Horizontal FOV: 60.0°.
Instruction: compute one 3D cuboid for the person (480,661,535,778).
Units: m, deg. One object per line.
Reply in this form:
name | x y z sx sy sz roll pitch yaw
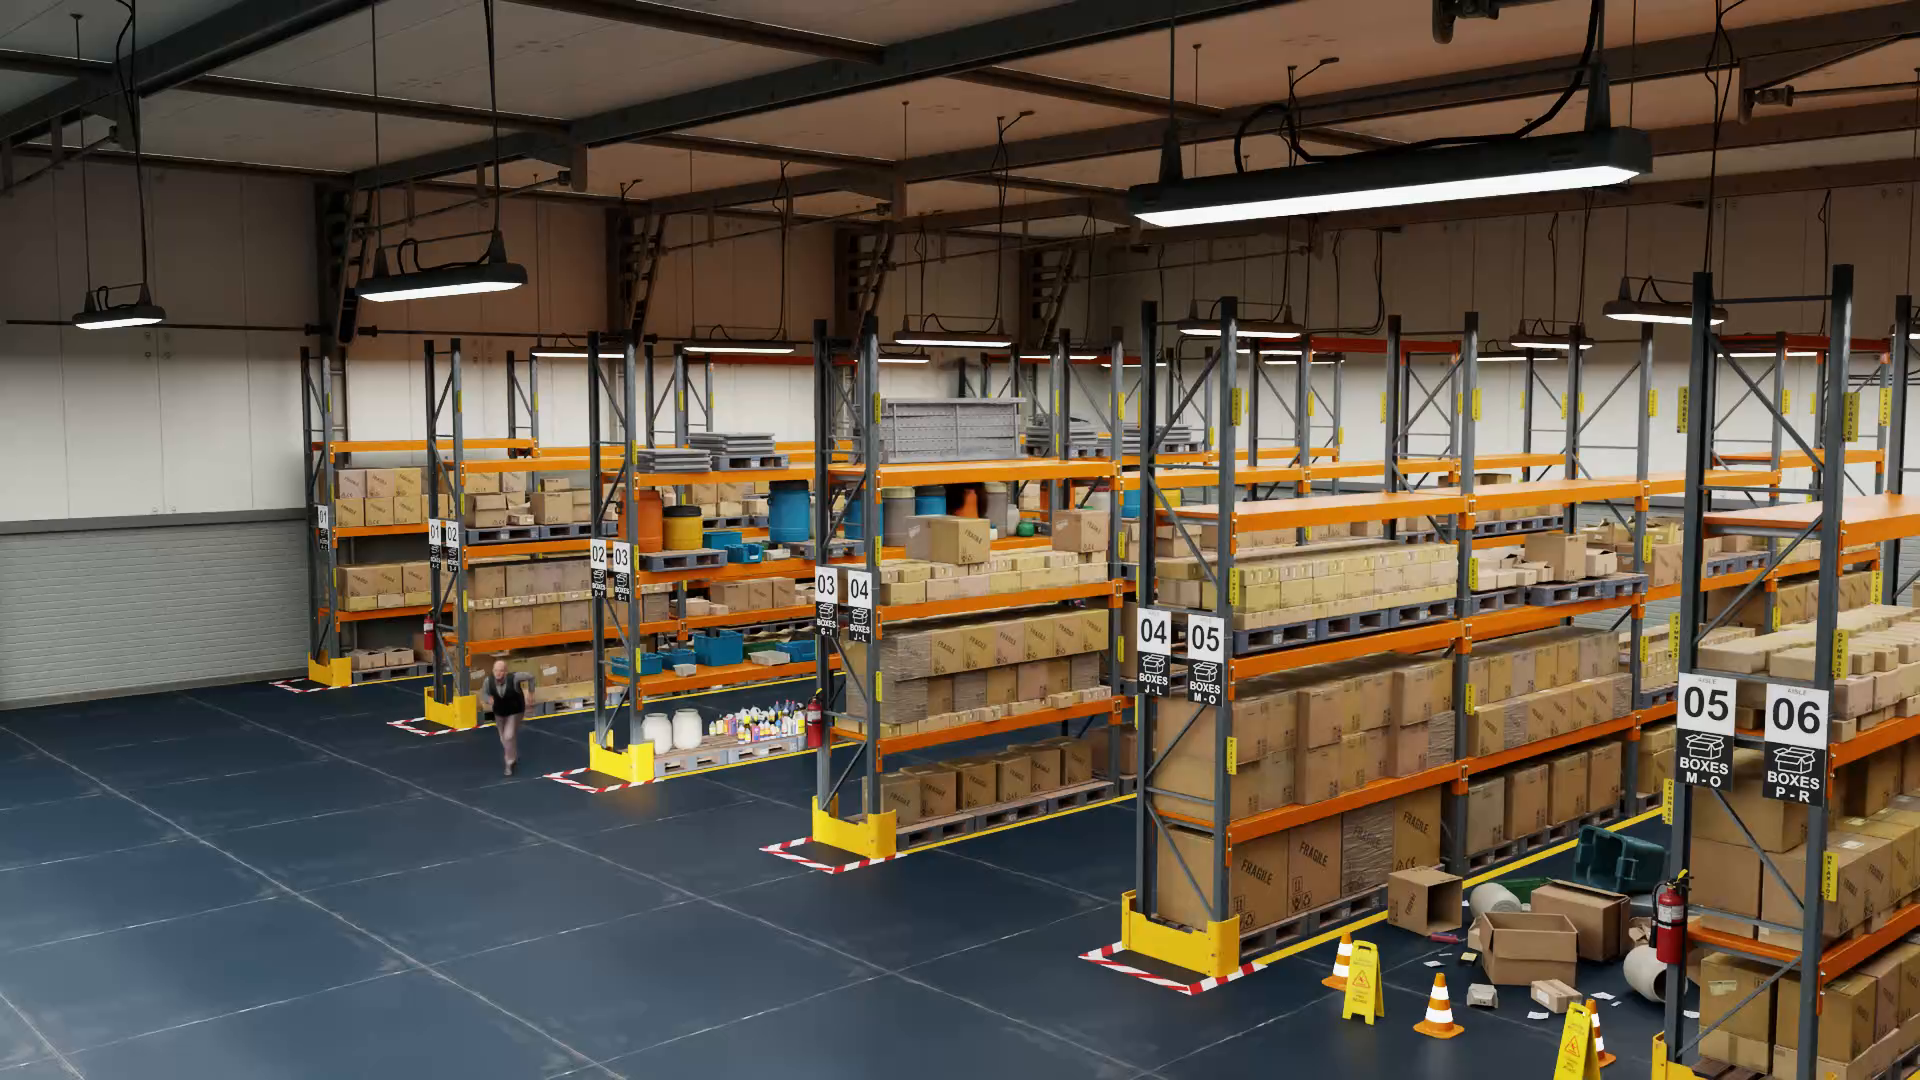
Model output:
person | -6.104 2.404 22.547 0.695 1.643 0.978 0 5 1
